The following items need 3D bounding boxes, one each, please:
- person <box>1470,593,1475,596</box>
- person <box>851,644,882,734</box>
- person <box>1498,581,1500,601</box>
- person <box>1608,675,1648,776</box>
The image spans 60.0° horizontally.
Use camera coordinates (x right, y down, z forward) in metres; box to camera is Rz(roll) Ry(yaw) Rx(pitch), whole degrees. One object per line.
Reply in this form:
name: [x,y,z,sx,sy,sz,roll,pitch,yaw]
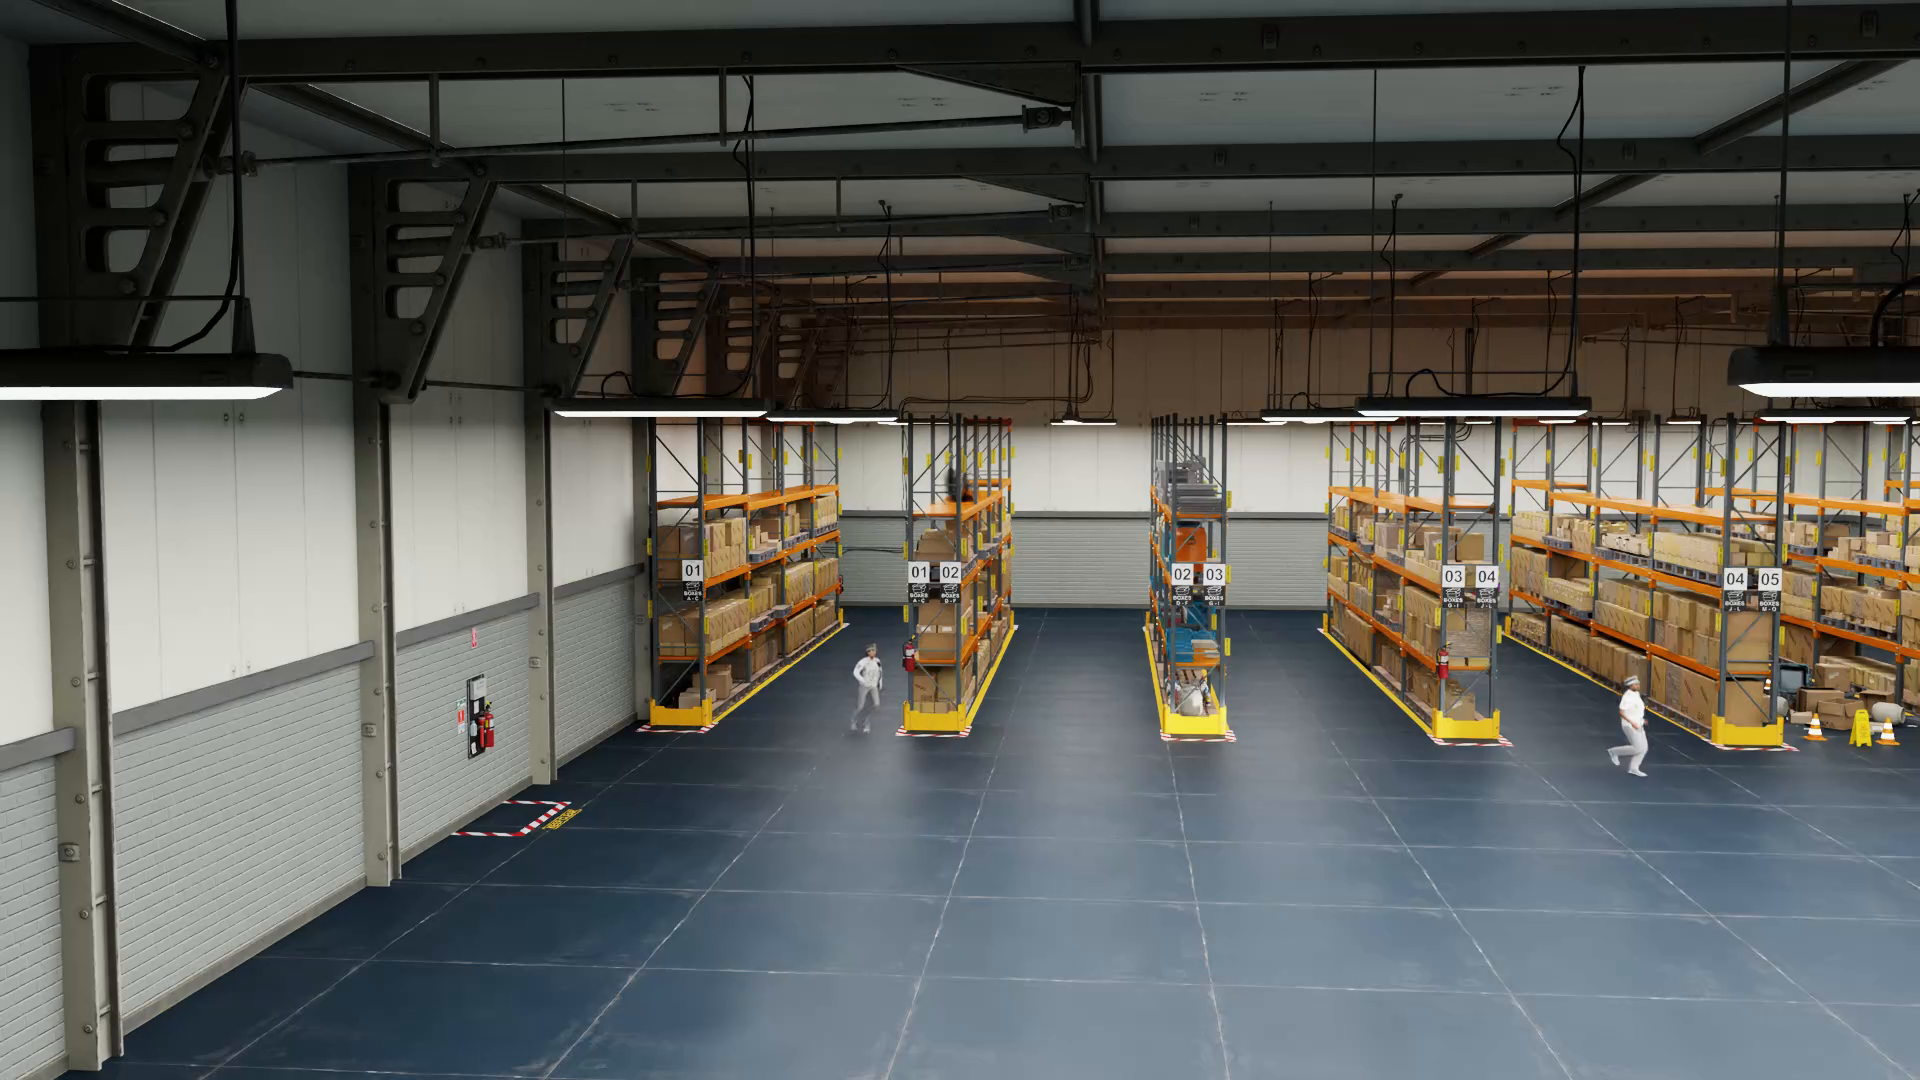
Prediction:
person: [14.370,1.731,46.883,0.764,1.769,0.733,-2,4,-29]
person: [-1.707,2.789,31.393,0.676,1.685,0.644,-2,4,-27]
person: [14.988,1.654,46.930,0.640,1.659,0.694,-1,4,-21]
person: [11.077,3.056,27.514,0.593,1.664,0.583,3,5,40]
